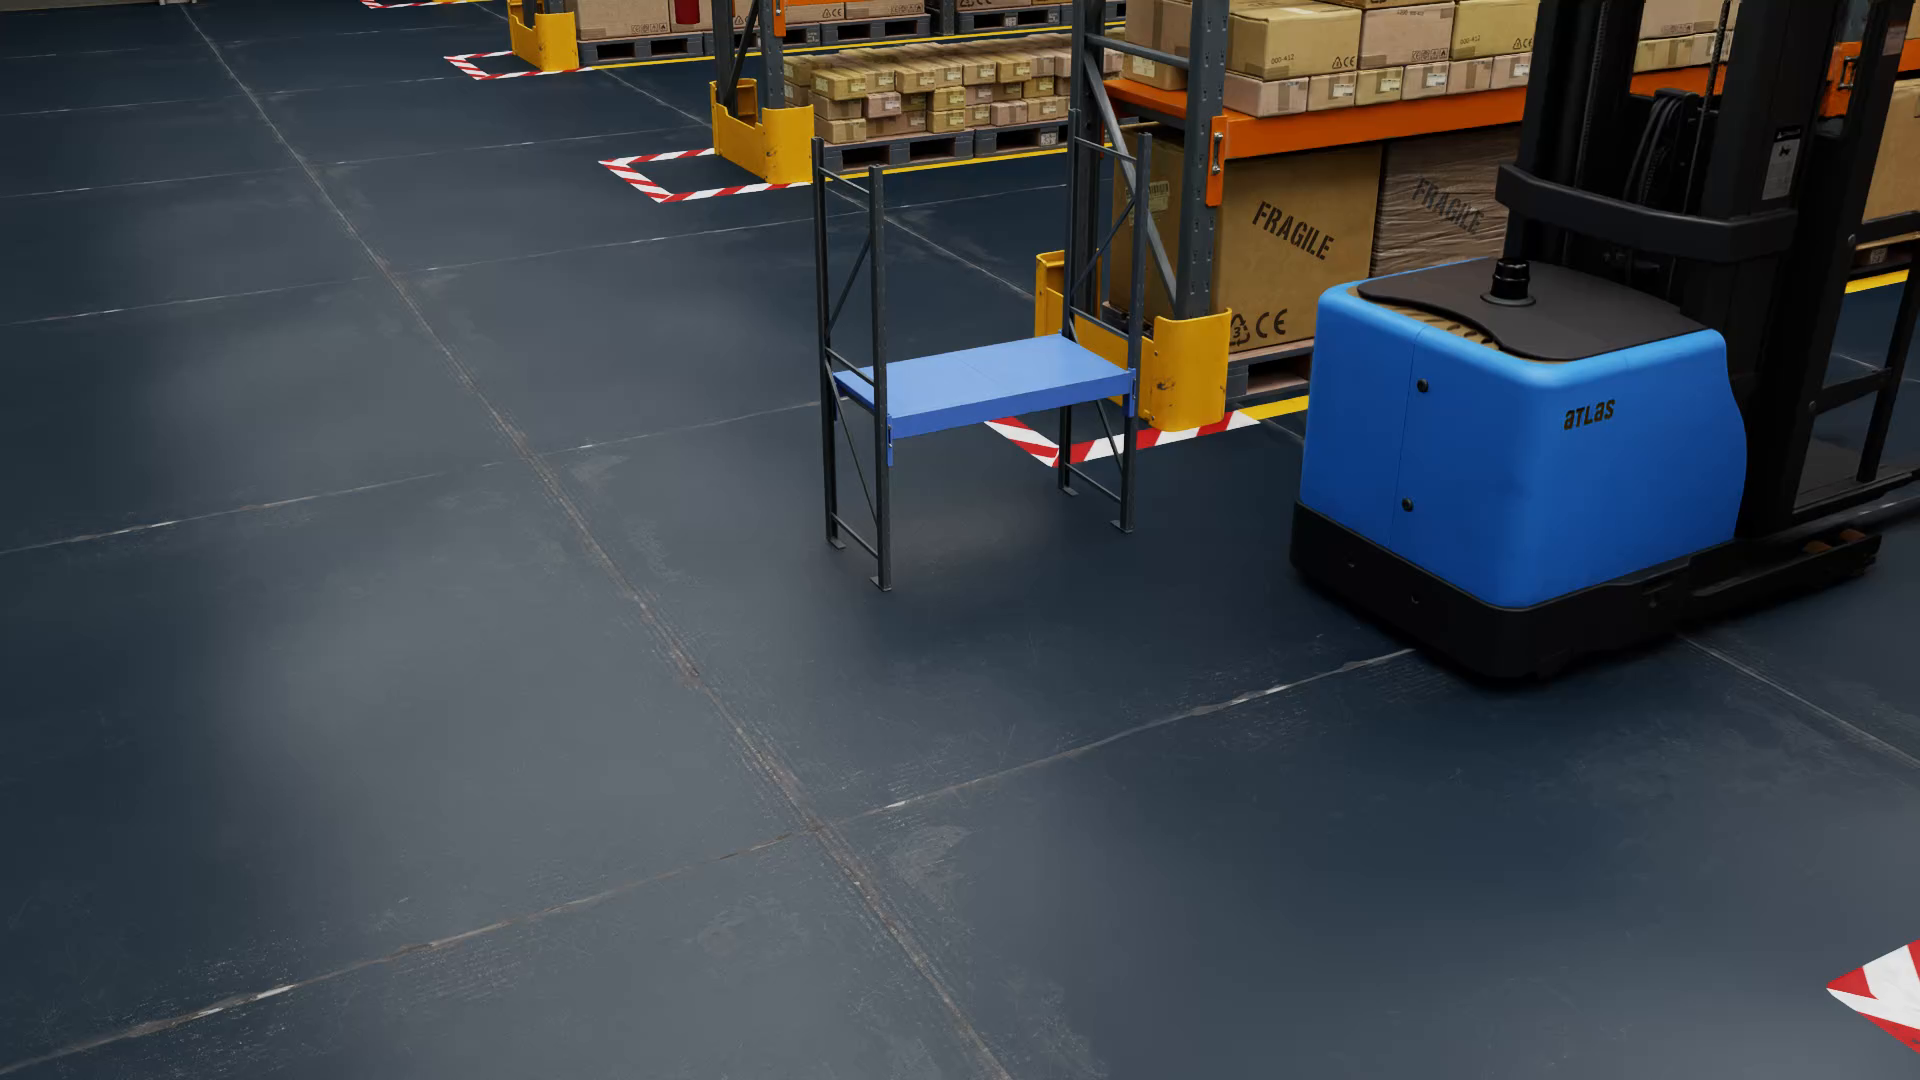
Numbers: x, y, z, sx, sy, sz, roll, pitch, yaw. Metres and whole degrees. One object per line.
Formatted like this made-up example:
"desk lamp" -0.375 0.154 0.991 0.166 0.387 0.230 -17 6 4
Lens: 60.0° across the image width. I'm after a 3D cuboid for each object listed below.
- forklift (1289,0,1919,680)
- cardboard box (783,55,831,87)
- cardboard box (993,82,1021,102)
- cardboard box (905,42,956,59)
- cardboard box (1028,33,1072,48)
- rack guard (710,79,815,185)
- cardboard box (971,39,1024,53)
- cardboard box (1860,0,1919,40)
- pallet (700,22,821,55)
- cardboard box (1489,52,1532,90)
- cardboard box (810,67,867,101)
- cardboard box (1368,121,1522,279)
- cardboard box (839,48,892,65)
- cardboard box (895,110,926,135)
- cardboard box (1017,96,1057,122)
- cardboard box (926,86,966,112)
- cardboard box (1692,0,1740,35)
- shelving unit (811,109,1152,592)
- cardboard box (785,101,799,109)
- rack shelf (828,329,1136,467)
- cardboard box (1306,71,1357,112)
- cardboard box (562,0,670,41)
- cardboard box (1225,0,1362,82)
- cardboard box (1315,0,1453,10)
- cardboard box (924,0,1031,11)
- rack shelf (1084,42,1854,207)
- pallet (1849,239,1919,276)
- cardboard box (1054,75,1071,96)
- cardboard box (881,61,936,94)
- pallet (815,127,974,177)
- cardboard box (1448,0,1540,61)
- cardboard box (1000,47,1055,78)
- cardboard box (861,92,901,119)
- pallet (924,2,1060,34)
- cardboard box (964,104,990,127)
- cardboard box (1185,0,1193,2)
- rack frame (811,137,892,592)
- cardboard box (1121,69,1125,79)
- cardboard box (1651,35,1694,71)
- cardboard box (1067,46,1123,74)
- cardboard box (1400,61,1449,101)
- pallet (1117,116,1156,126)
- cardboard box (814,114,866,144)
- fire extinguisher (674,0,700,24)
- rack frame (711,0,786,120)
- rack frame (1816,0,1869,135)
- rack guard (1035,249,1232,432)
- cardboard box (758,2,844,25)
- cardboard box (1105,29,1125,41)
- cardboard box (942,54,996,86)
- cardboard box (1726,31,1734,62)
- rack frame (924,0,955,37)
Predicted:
"forklift" 2.709 -1.332 5.639 3.031 2.935 1.130 -14 29 -27
"cardboard box" -1.109 -3.366 11.916 0.250 0.149 0.380 -13 28 -25
"cardboard box" 0.255 -3.326 12.177 0.250 0.149 0.380 -11 28 -22
"cardboard box" -0.223 -3.601 12.406 0.250 0.149 0.380 -12 28 -23
"cardboard box" 0.717 -3.799 12.818 0.250 0.149 0.380 -12 28 -24
"rack guard" -1.390 -2.878 11.666 0.348 0.500 1.175 -13 29 -25
"cardboard box" 0.280 -3.676 12.563 0.250 0.149 0.380 -13 28 -25
"cardboard box" 4.841 -2.932 8.776 0.500 0.500 0.500 -13 29 -25
"pallet" -2.132 -5.041 16.506 1.213 0.211 1.003 -13 29 -25
"cardboard box" 2.389 -2.170 7.594 0.250 0.149 0.380 -13 29 -26
"cardboard box" -0.835 -3.138 11.442 0.250 0.149 0.380 -14 29 -27
"cardboard box" 2.118 -1.652 8.195 0.875 0.875 0.875 -13 29 -25
"cardboard box" -0.692 -3.496 12.188 0.250 0.149 0.380 -14 29 -26
"cardboard box" -0.436 -3.015 11.873 0.250 0.149 0.380 -13 28 -25
"cardboard box" 0.514 -3.198 12.253 0.250 0.149 0.380 -13 29 -25
"cardboard box" -0.154 -3.165 11.841 0.250 0.149 0.380 -12 28 -24
"cardboard box" 3.595 -2.659 8.152 0.500 0.250 0.500 -12 28 -24
"shelving unit" 0.075 -0.693 5.962 1.048 1.500 0.538 -13 29 -25
"cardboard box" -1.091 -3.080 12.008 0.250 0.149 0.380 -12 28 -24
"rack shelf" 0.075 -0.531 6.039 1.000 0.185 0.538 -13 29 -25
"cardboard box" 1.482 -1.960 7.157 0.250 0.149 0.380 -13 29 -26
"cardboard box" -3.340 -5.066 15.810 0.875 0.438 0.875 -14 29 -27
"cardboard box" 1.338 -2.135 7.061 0.500 0.250 0.500 -14 29 -26
"cardboard box" 1.779 -2.575 7.111 0.500 0.500 0.500 -14 29 -26
"cardboard box" 0.163 -6.062 17.380 0.875 0.875 0.875 -12 28 -24
"rack shelf" 2.552 -2.157 8.109 4.000 0.370 1.077 -13 29 -25
"pallet" 4.962 -1.818 9.792 1.213 0.211 1.003 -13 29 -25
"cardboard box" 0.754 -3.415 12.363 0.250 0.149 0.380 -14 29 -28
"cardboard box" -0.366 -3.243 11.660 0.250 0.149 0.380 -13 29 -25
"pallet" -0.657 -2.899 12.045 1.213 0.211 1.003 -13 29 -25
"cardboard box" 2.239 -2.345 7.498 0.500 0.250 0.500 -14 29 -27
"cardboard box" 0.494 -3.502 12.199 0.250 0.149 0.380 -13 29 -25
"cardboard box" -0.606 -3.070 11.644 0.250 0.149 0.380 -13 29 -25
"pallet" 0.299 -5.602 17.675 1.213 0.211 1.003 -13 29 -25
"cardboard box" 0.021 -3.114 12.079 0.250 0.149 0.380 -13 29 -25
"cardboard box" 1.094 -2.678 7.326 0.500 0.500 0.500 -13 28 -24
"rack frame" -0.373 -0.590 5.746 0.032 1.500 0.500 -13 29 -25
"cardboard box" 1.215 -3.522 12.584 0.250 0.149 0.380 -13 28 -25
"cardboard box" 3.294 -2.379 8.029 0.250 0.149 0.380 -12 28 -24
"cardboard box" 0.997 -3.570 12.341 0.250 0.149 0.380 -15 29 -28
"cardboard box" 1.937 -2.066 7.377 0.250 0.149 0.380 -13 29 -26
"pallet" 1.496 -3.396 13.080 1.213 0.211 1.003 -13 29 -25
"cardboard box" -0.844 -2.878 11.586 0.250 0.149 0.380 -12 28 -24
"fire extinguisher" -1.897 -3.911 11.450 0.183 0.674 0.296 -13 29 -25
"rack frame" -1.457 -3.989 11.093 0.127 3.000 1.000 -13 29 -25
"rack frame" 4.317 -2.889 8.801 0.127 3.000 1.000 -13 29 -25
"rack guard" 0.766 -0.942 7.635 0.348 0.500 1.175 -13 29 -25
"cardboard box" -1.740 -5.438 16.587 0.875 0.438 0.875 -14 29 -27
"cardboard box" 1.200 -3.881 12.989 0.250 0.149 0.380 -13 29 -26
"cardboard box" 0.063 -3.378 11.941 0.250 0.149 0.380 -12 28 -23
"cardboard box" 3.748 -2.484 8.248 0.250 0.149 0.380 -14 29 -26
"rack frame" -0.346 -6.674 16.684 0.127 3.000 1.000 -13 29 -25
